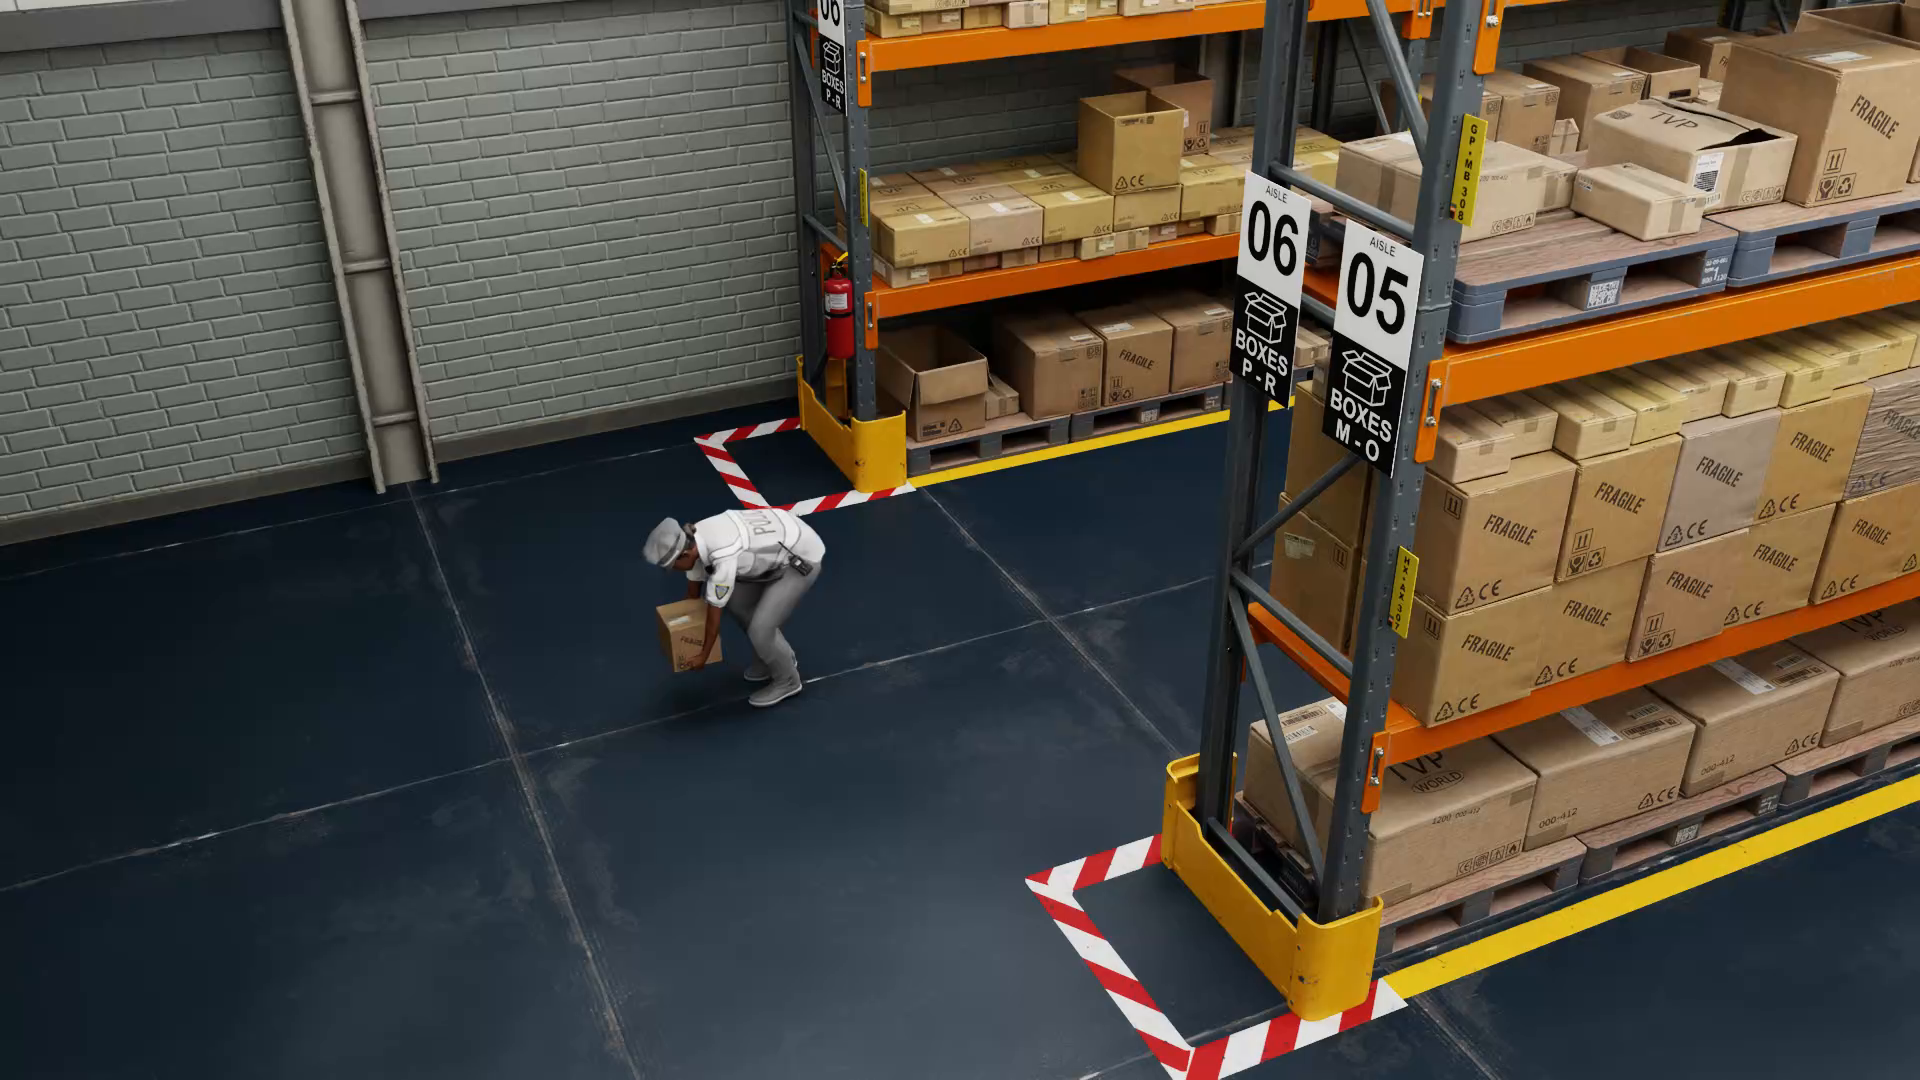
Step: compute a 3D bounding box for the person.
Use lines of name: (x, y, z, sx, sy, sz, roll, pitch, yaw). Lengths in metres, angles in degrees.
person: (-1.131, 0.321, 8.432, 0.928, 1.122, 0.441, -15, 33, -24)
